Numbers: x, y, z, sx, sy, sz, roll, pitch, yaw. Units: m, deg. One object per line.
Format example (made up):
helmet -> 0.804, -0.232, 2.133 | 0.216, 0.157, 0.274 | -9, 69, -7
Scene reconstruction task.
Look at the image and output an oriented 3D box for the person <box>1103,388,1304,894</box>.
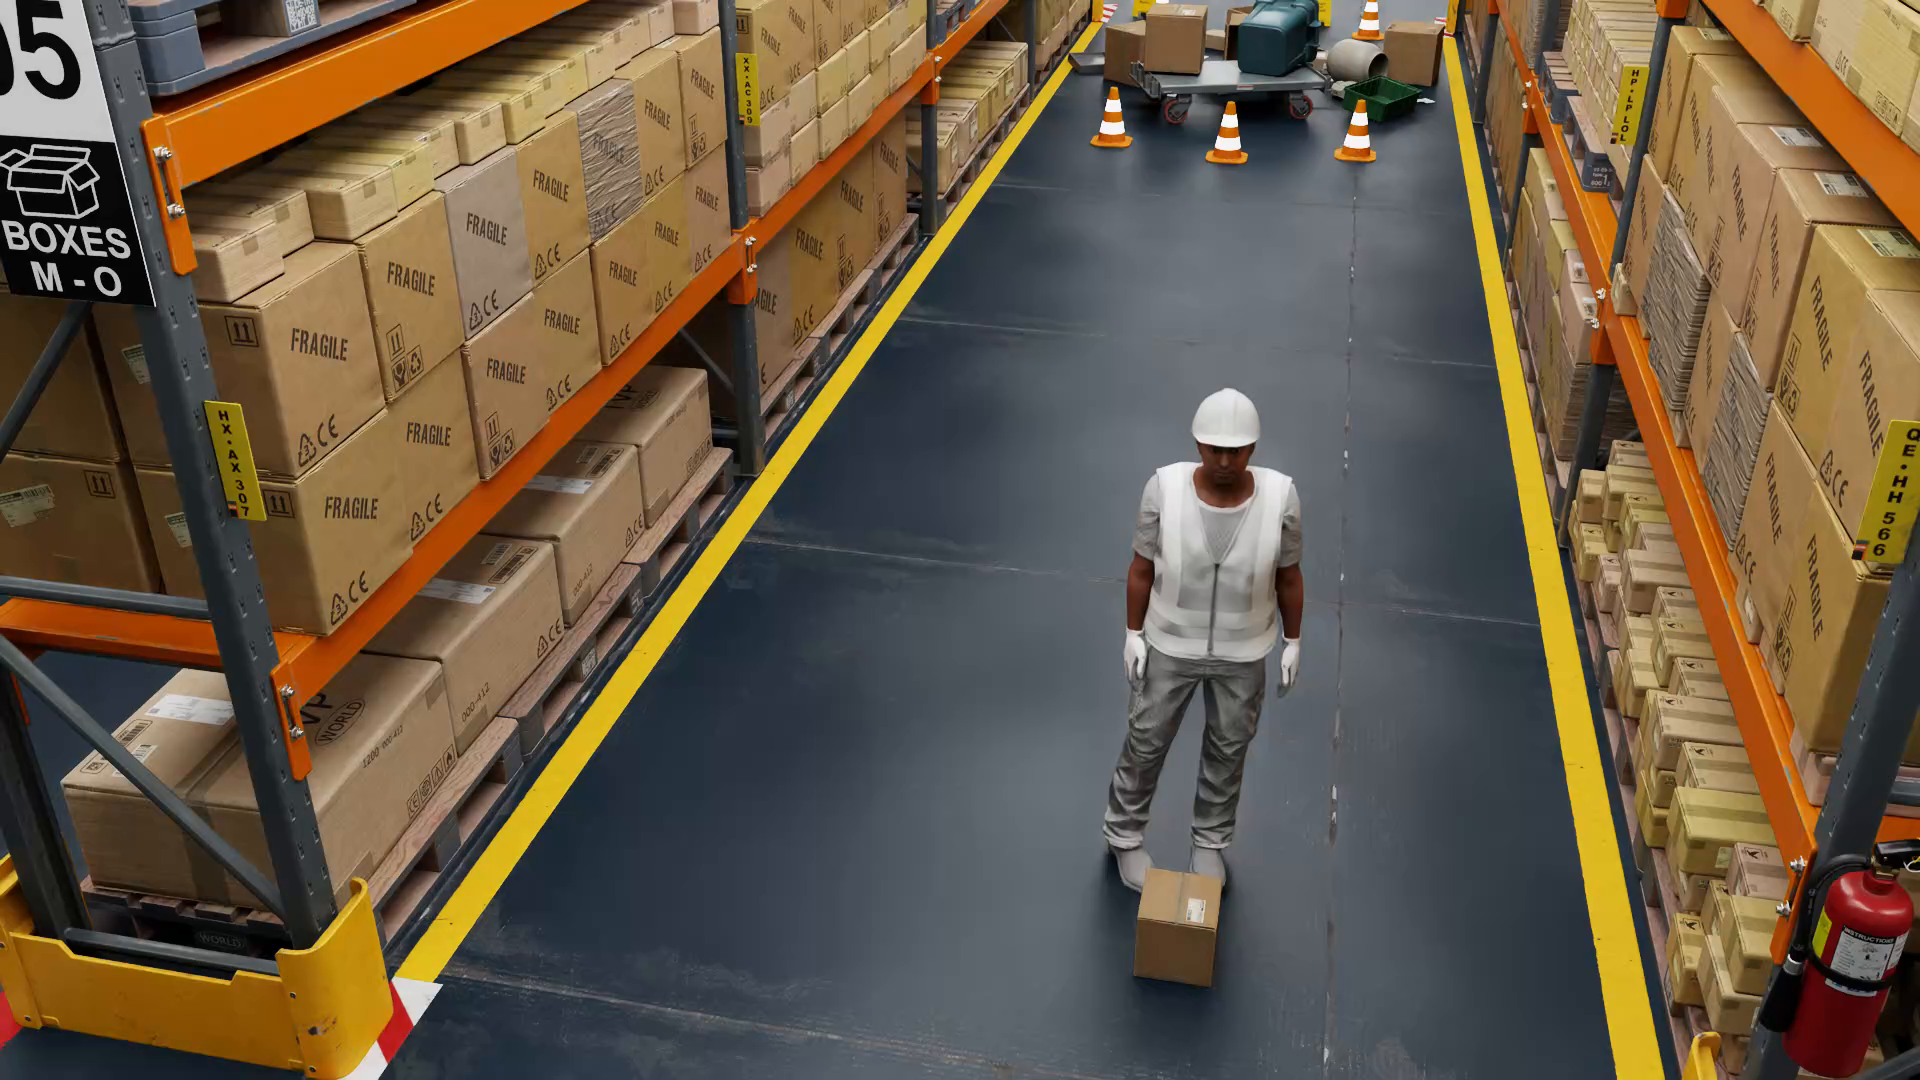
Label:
person -> 0.807, 0.356, 5.442 | 0.614, 1.799, 0.388 | 3, 29, 6
